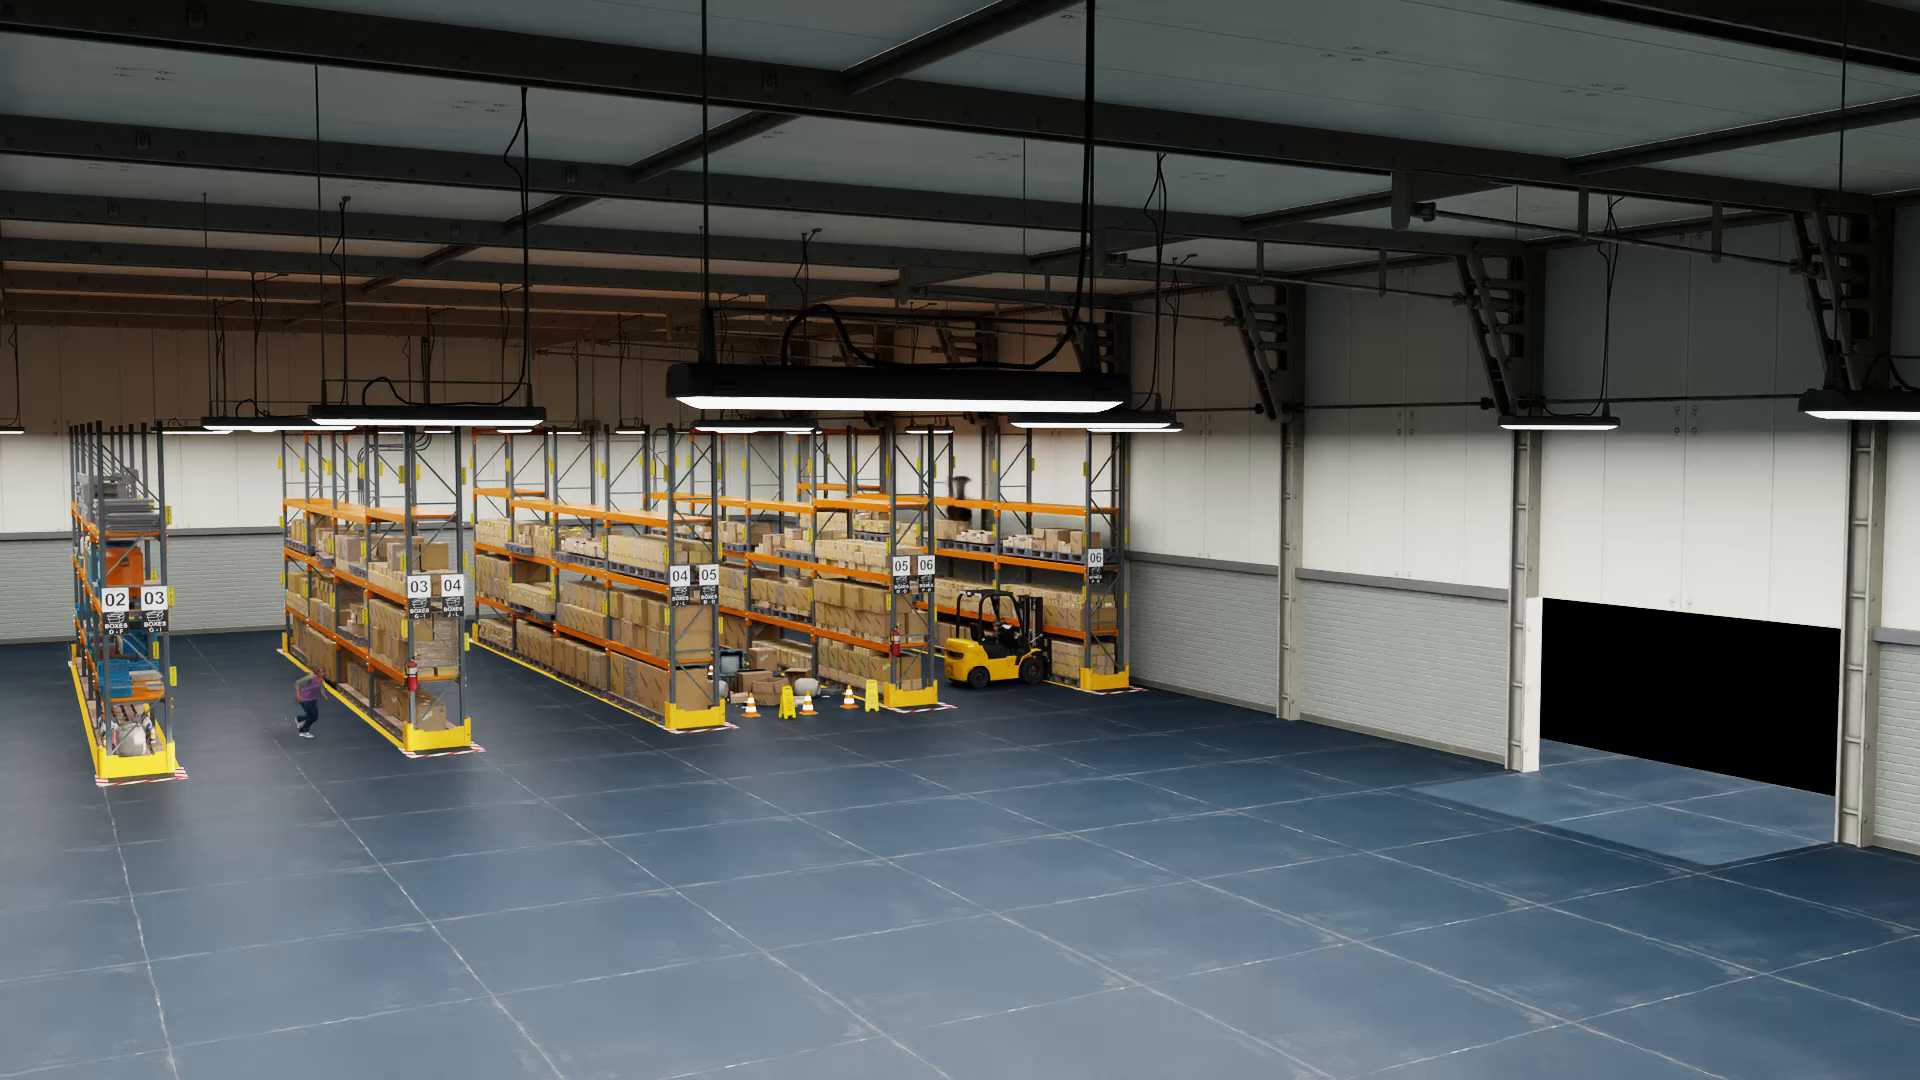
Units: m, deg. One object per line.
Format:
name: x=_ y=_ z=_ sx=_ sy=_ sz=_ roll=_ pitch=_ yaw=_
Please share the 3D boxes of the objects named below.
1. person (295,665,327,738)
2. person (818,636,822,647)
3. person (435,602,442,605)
person: x=-12.398 y=3.071 z=31.617 sx=0.773 sy=1.417 sz=0.563 roll=2 pitch=4 yaw=28
person: x=-3.784 y=2.283 z=43.881 sx=0.562 sy=1.475 sz=1.050 roll=-1 pitch=4 yaw=-10
person: x=-15.070 y=1.934 z=48.051 sx=0.735 sy=1.743 sz=0.976 roll=0 pitch=4 yaw=-7
